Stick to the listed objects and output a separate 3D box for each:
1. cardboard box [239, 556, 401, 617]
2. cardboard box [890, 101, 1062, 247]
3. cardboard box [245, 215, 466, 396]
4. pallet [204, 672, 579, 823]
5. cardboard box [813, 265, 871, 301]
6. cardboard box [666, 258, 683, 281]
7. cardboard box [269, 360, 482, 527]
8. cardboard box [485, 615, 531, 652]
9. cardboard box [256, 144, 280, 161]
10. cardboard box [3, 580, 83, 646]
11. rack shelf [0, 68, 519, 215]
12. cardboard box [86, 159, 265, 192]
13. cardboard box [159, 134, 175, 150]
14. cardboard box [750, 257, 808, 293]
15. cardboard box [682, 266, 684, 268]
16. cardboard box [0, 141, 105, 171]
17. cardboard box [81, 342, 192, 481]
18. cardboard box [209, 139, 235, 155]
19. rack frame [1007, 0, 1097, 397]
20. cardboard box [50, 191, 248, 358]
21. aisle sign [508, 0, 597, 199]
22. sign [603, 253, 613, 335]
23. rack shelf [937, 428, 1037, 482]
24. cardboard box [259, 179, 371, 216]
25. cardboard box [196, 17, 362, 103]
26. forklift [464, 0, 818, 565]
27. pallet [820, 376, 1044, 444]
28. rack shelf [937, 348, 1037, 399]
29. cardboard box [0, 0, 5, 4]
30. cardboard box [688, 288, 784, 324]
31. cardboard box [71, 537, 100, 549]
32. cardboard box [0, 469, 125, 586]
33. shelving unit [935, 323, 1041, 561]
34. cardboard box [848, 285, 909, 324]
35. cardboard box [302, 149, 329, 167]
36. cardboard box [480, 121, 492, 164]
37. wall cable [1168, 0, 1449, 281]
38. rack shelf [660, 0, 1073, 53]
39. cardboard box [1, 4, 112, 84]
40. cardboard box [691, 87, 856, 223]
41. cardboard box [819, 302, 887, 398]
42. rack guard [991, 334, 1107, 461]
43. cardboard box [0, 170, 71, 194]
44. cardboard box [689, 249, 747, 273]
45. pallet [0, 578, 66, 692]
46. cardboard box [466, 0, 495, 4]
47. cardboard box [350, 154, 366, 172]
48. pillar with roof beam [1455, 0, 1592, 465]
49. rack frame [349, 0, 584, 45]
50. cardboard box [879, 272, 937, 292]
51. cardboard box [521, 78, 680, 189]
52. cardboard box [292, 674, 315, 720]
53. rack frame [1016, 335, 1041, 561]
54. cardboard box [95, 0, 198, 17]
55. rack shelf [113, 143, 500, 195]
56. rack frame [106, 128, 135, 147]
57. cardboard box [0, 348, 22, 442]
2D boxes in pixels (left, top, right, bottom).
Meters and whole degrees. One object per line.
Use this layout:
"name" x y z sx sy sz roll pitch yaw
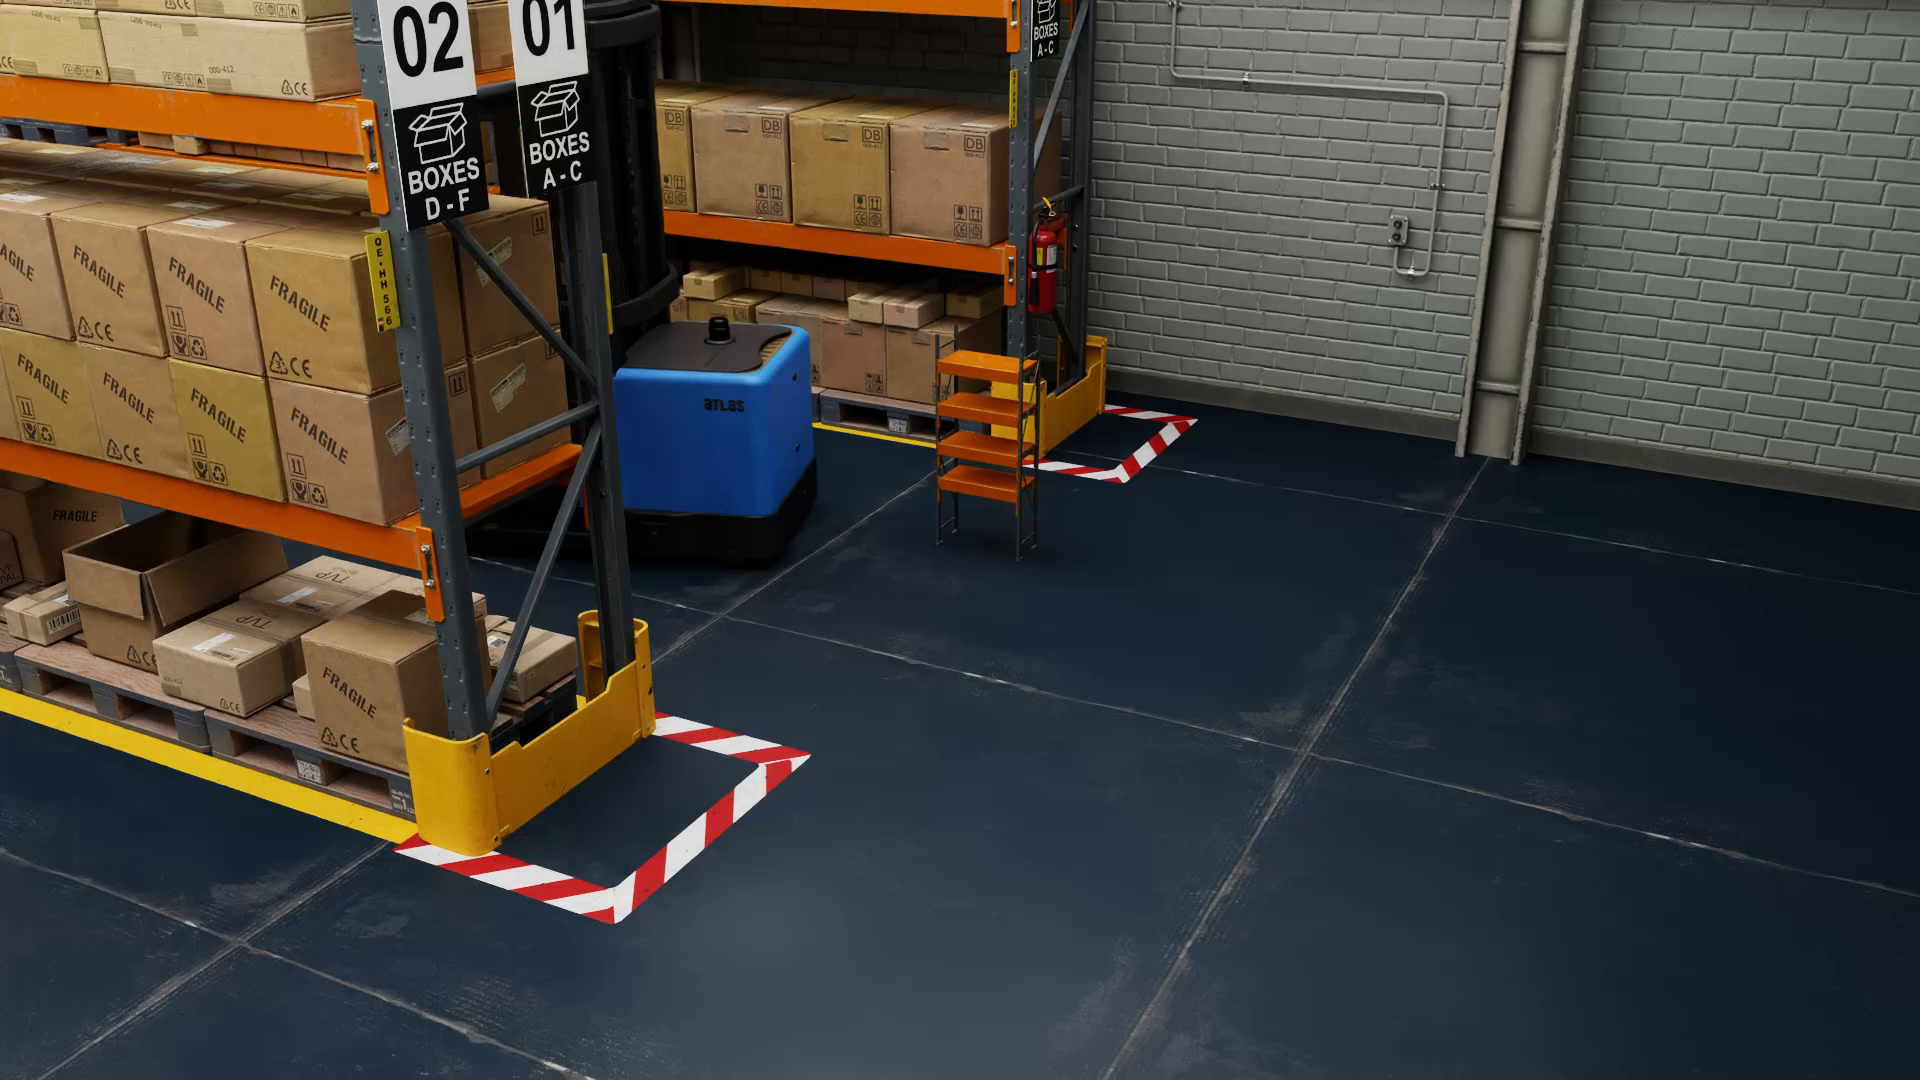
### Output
"cardboard box" -2.911 0.316 7.626 0.500 0.250 0.500 11 25 25
"cardboard box" 0.111 -2.331 10.514 0.700 0.700 0.980 12 26 27
"cardboard box" -2.183 -0.864 6.044 0.500 0.500 0.500 11 25 24
"pallet" -2.441 0.754 7.207 1.213 0.211 1.003 11 25 25
"cardboard box" -0.801 -1.762 11.390 0.250 0.149 0.380 12 26 25
"cardboard box" -2.155 -1.862 11.624 0.250 0.149 0.380 12 26 26
"cardboard box" -2.184 -0.405 6.243 0.500 0.500 0.500 12 26 26
"cardboard box" -2.103 0.488 7.328 0.250 0.166 0.380 11 25 25
"cardboard box" -5.219 -3.056 12.898 0.250 0.149 0.380 12 26 25
"cardboard box" -4.178 0.319 7.726 0.250 0.166 0.380 11 25 25
"rack shelf" -3.446 -1.778 6.684 4.000 0.370 1.077 11 25 25
"cardboard box" -3.307 -1.321 7.118 0.500 0.500 0.500 11 25 24
"cardboard box" -6.159 -3.226 13.298 0.250 0.149 0.380 12 26 25
"cardboard box" -1.256 -1.852 11.601 0.250 0.149 0.380 11 25 24
"cardboard box" -2.378 -1.688 12.043 0.500 0.500 0.700 12 26 25
"cardboard box" -4.205 -1.499 7.538 0.500 0.500 0.500 11 25 24
"cardboard box" -3.091 -0.586 6.667 0.500 0.500 0.500 11 26 25
"cardboard box" -5.680 -3.148 13.115 0.250 0.149 0.380 11 25 24
"rack frame" 0.570 -2.106 10.370 0.127 3.000 1.000 11 25 25
"cardboard box" -3.099 -1.043 6.464 0.500 0.500 0.500 12 26 26
"aisle sign" -1.468 -1.662 6.004 0.004 0.787 0.394 11 25 25
"sign" -1.417 -0.963 6.576 0.005 0.325 0.100 11 25 25
"rack shelf" 0.148 -0.461 8.973 0.480 0.148 0.258 11 25 25
"cardboard box" -2.409 -1.142 6.696 0.500 0.500 0.500 11 26 25
"cardboard box" -2.239 -1.685 5.739 0.500 0.250 0.500 11 25 25
"forklift" -2.393 -1.472 8.966 3.031 2.935 1.130 4 23 8
"pallet" -0.179 -0.937 11.183 1.213 0.211 1.003 11 25 25
"rack shelf" 0.148 -0.885 8.793 0.480 0.148 0.258 11 25 25
"cardboard box" -3.575 -2.182 6.269 0.500 0.250 0.500 11 25 25
"cardboard box" -1.475 -1.506 11.617 0.500 0.500 0.700 12 26 26
"cardboard box" -3.926 0.087 8.086 0.500 0.311 0.500 11 25 25
"cardboard box" -4.595 -0.132 8.360 0.500 0.500 0.500 11 25 25
"shelving unit" 0.148 -0.523 8.946 0.503 1.200 0.258 11 25 25
"cardboard box" -0.525 -1.540 10.867 0.250 0.149 0.380 12 26 26
"cardboard box" -4.775 -2.957 12.667 0.250 0.149 0.380 12 26 26
"cardboard box" -3.525 -2.998 11.933 0.500 0.500 0.500 11 25 24
"wall cable" 2.140 -2.678 10.416 1.851 1.984 0.084 11 25 25
"rack shelf" -1.215 -3.509 10.754 4.000 0.370 1.077 11 25 25
"cardboard box" -3.132 -1.861 6.152 0.500 0.250 0.500 11 25 25
"cardboard box" -1.220 -2.593 11.131 0.700 0.700 0.980 10 25 22
"cardboard box" -0.546 -1.326 11.193 0.500 0.500 0.700 11 25 24
"rack guard" 0.592 -0.952 10.849 0.348 0.500 1.175 11 25 25
"cardboard box" -4.019 -1.224 6.891 0.500 0.500 0.500 10 25 23
"cardboard box" -1.712 -1.942 11.813 0.250 0.149 0.380 10 25 23
"pallet" -4.619 0.323 8.221 1.213 0.211 1.003 11 25 25
"cardboard box" -2.003 -2.098 6.071 0.500 0.250 0.500 11 25 25
"cardboard box" -4.326 -2.857 12.431 0.250 0.149 0.380 11 25 25
"pillar with roof beam" 1.428 -3.189 5.249 0.400 9.000 9.100 11 25 25
"rack frame" -1.662 -3.136 5.126 0.127 3.000 1.000 11 25 25
"cardboard box" -0.350 -1.673 11.180 0.250 0.149 0.380 11 26 25
"cardboard box" -2.523 -2.849 11.733 0.700 0.700 0.980 12 26 25
"cardboard box" -2.579 0.613 7.034 0.250 0.166 0.380 11 25 25
"rack frame" 0.365 -0.480 8.845 0.015 1.200 0.240 11 25 25
"cardboard box" -2.681 -2.007 5.856 0.500 0.250 0.500 11 25 25
"rack shelf" -4.784 -2.835 13.002 4.000 0.370 1.077 11 25 25
"rack frame" -6.569 -3.519 13.691 0.127 3.000 1.000 11 25 25
"cardboard box" -3.996 -0.764 7.086 0.500 0.500 0.500 11 25 24
